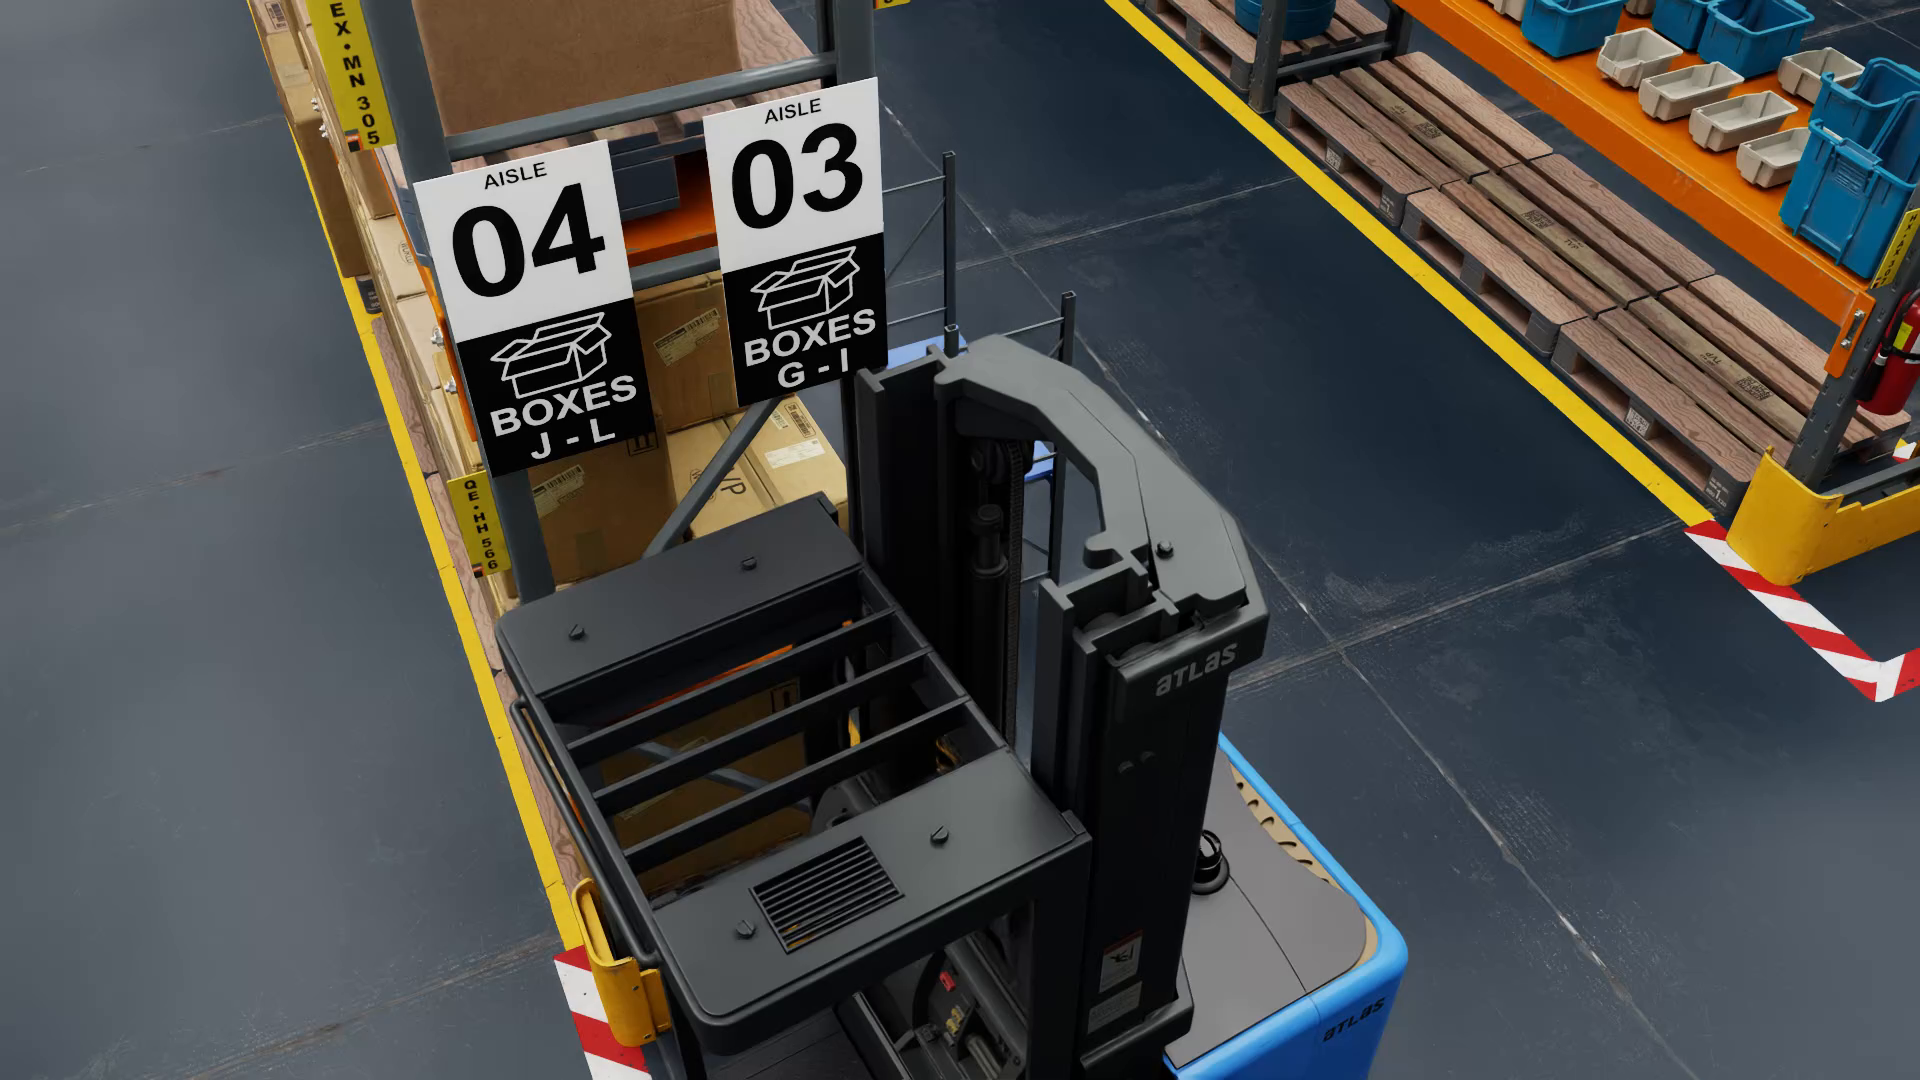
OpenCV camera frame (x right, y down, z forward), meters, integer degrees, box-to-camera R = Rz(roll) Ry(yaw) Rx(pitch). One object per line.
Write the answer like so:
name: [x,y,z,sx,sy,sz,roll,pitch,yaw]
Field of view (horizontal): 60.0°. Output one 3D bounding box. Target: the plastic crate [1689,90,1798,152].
plastic crate: [3.218,-1.736,6.887,0.396,0.136,0.243,-18,47,-17]

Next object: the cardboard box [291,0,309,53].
cardboard box: [-2.372,-2.178,6.552,0.500,0.500,0.500,-18,47,-17]

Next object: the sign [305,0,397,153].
sign: [-1.158,-0.894,3.179,0.100,0.325,0.005,-18,47,-17]

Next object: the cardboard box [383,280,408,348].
cardboard box: [-1.862,-0.870,6.044,0.380,0.149,0.250,-19,48,-19]

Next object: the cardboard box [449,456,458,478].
cardboard box: [-1.428,-0.216,5.381,0.380,0.149,0.250,-17,47,-17]

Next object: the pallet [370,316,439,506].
pallet: [-2.093,-0.739,7.717,1.003,0.211,1.213,-18,47,-17]

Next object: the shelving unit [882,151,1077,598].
shelving unit: [-0.036,-0.588,6.647,0.538,1.500,1.048,-18,47,-17]

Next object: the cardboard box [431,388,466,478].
cardboard box: [-1.317,-0.297,5.179,0.500,0.250,0.500,-19,48,-18]

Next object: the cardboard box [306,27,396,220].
cardboard box: [-1.949,-1.532,5.897,0.500,0.500,0.500,-19,48,-19]

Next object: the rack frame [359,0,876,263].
rack frame: [-0.660,-1.826,2.562,1.000,3.000,0.127,-18,47,-17]

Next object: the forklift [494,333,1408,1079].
forklift: [-0.299,1.055,3.963,3.031,2.935,1.130,-22,49,-21]

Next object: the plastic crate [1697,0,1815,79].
plastic crate: [3.475,-2.208,7.298,0.416,0.233,0.300,-18,47,-17]

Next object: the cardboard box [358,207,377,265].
cardboard box: [-2.077,-1.198,6.376,0.380,0.149,0.250,-19,48,-18]

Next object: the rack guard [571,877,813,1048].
rack guard: [-0.650,1.215,5.532,1.175,0.500,0.348,-18,47,-17]

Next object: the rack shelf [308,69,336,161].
rack shelf: [-3.182,-3.258,8.797,1.077,0.370,4.000,-18,47,-17]

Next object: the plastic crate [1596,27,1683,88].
plastic crate: [2.938,-2.089,7.245,0.298,0.136,0.250,-18,47,-17]

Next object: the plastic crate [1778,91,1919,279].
plastic crate: [3.524,-1.345,6.278,0.616,0.435,0.499,-18,47,-17]

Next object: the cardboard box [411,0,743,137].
cardboard box: [-0.927,-1.294,3.718,0.700,0.500,0.500,-21,48,-20]

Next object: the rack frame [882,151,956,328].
rack frame: [-0.250,-0.912,6.975,0.500,1.500,0.032,-18,47,-17]

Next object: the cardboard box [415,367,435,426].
cardboard box: [-1.648,-0.546,5.715,0.380,0.149,0.250,-18,47,-17]

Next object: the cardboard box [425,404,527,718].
cardboard box: [-1.384,-0.047,6.245,0.875,0.875,0.875,-18,47,-17]

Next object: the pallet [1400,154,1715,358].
pallet: [3.014,-1.474,8.462,1.003,0.211,1.213,-18,47,-17]

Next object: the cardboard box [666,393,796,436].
cardboard box: [-0.841,-0.458,5.342,0.500,0.250,0.500,-19,48,-18]

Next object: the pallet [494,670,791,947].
pallet: [-1.067,0.816,6.142,1.003,0.211,1.213,-18,47,-17]

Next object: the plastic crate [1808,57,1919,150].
plastic crate: [3.752,-1.789,6.872,0.416,0.233,0.300,-18,47,-17]

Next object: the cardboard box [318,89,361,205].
cardboard box: [-2.177,-1.597,6.496,0.500,0.250,0.500,-18,47,-18]

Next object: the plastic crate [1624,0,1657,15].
plastic crate: [3.157,-2.608,7.772,0.293,0.136,0.466,-18,47,-17]

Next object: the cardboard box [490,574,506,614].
cardboard box: [-1.219,0.104,5.056,0.380,0.149,0.250,-18,47,-17]

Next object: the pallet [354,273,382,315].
pallet: [-2.734,-1.716,8.708,1.003,0.211,1.213,-18,47,-17]

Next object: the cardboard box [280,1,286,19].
cardboard box: [-2.988,-2.810,7.759,0.500,0.500,0.500,-17,47,-16]

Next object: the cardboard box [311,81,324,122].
cardboard box: [-2.519,-1.863,7.050,0.380,0.149,0.250,-18,47,-17]

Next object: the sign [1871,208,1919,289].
sign: [3.342,-1.038,5.919,0.100,0.325,0.005,-18,47,-17]

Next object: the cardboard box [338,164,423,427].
cardboard box: [-2.137,-1.188,7.401,0.875,0.875,0.875,-18,47,-17]

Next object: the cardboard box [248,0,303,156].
cardboard box: [-3.005,-2.604,8.836,1.225,0.875,0.875,-20,48,-19]

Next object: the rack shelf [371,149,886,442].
rack shelf: [-1.501,-1.776,5.160,1.077,0.370,4.000,-18,47,-17]

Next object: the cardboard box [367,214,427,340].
cardboard box: [-1.754,-0.952,5.843,0.500,0.250,0.500,-18,47,-17]

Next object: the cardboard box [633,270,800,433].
cardboard box: [-0.827,-0.714,5.068,0.500,0.500,0.500,-19,48,-18]

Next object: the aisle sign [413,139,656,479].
aisle sign: [-0.902,-0.481,3.620,0.394,0.787,0.004,-18,47,-17]

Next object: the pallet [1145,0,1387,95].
pallet: [1.866,-3.213,10.225,1.003,0.211,1.213,-18,47,-17]

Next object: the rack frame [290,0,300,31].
rack frame: [-2.342,-2.239,7.253,1.000,3.000,0.127,-18,47,-17]

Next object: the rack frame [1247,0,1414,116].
rack frame: [2.152,-3.702,8.735,1.000,3.000,0.127,-18,47,-17]

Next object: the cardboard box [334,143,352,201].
cardboard box: [-2.297,-1.528,6.711,0.380,0.149,0.250,-17,47,-16]
